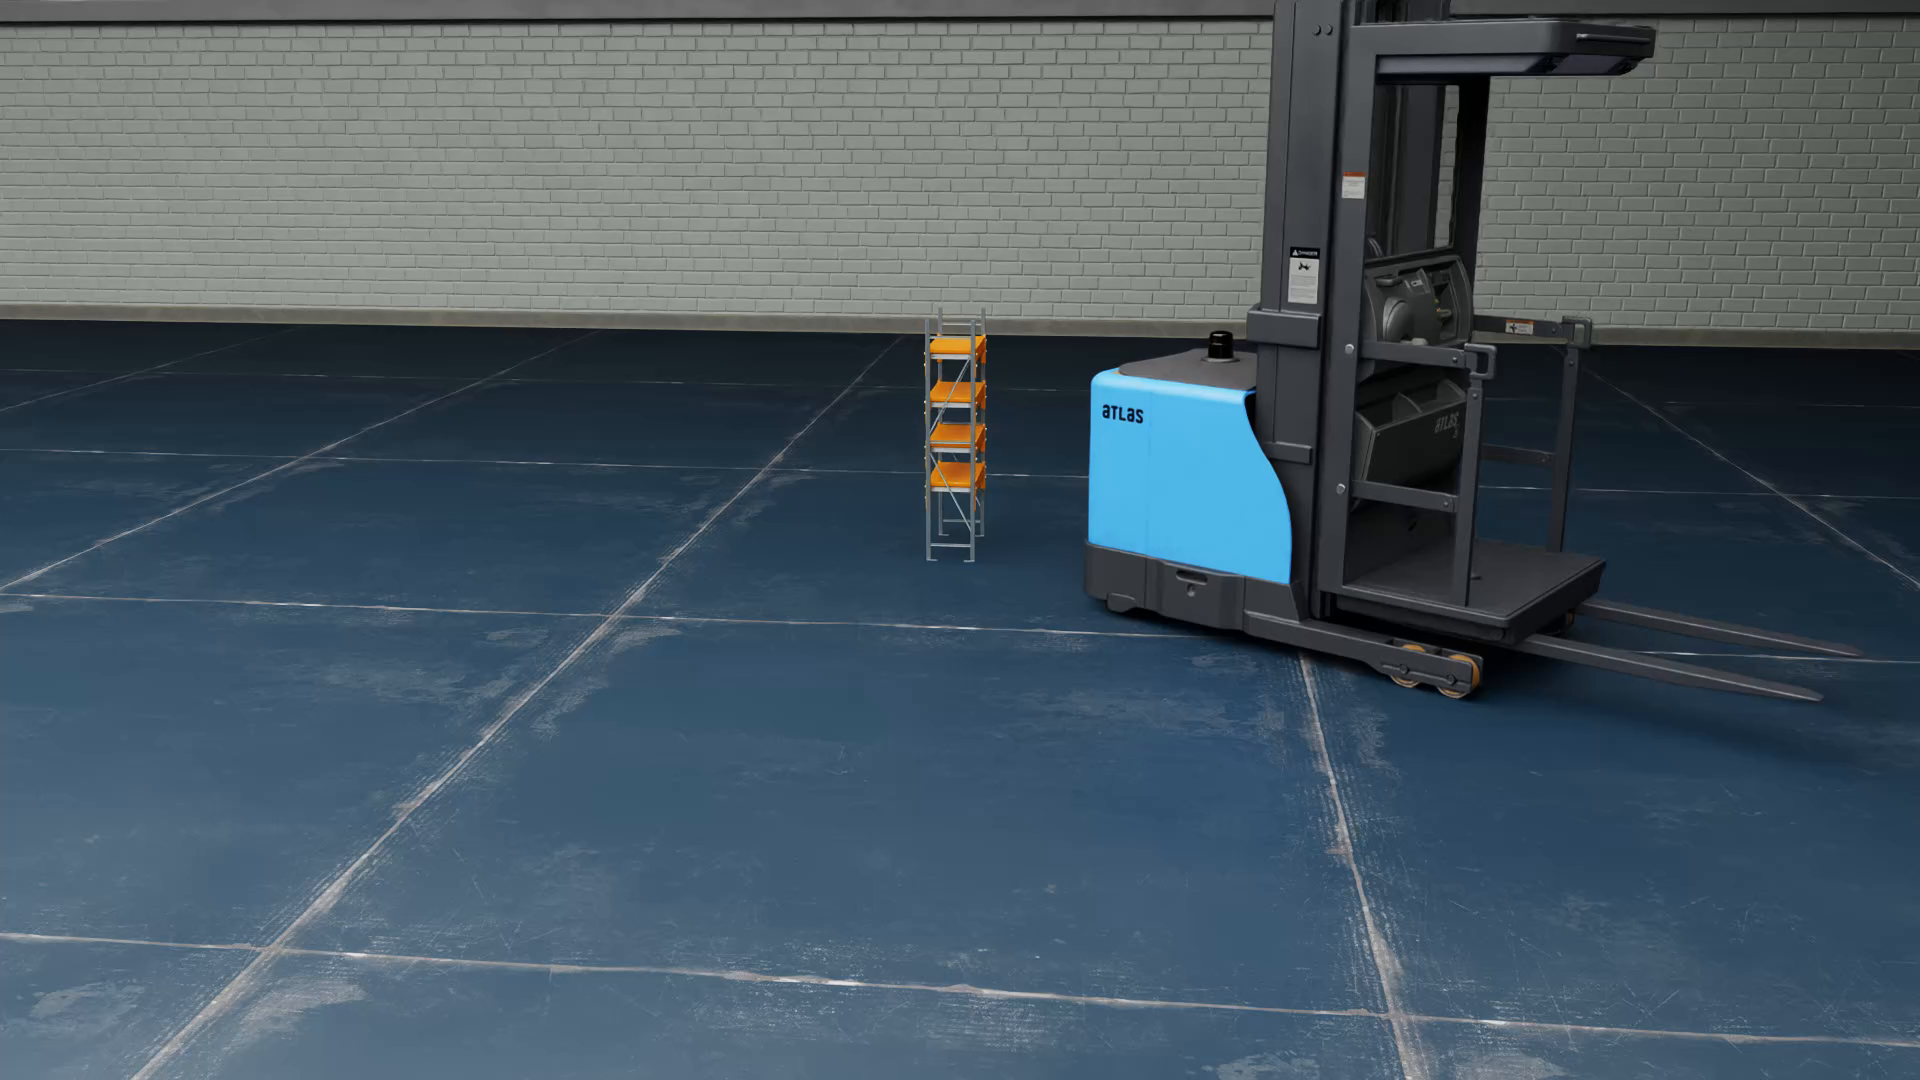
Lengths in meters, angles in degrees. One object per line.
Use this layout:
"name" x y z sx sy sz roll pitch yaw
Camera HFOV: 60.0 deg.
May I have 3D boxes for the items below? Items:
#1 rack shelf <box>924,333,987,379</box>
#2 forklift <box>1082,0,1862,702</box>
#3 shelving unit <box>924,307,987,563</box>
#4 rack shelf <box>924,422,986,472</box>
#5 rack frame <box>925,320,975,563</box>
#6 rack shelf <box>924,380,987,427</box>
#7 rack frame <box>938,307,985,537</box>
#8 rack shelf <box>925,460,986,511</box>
"rack shelf" -0.019 -0.916 8.244 0.258 0.148 0.480 2 15 6
"forklift" 2.011 -0.962 6.606 3.031 2.935 1.130 12 19 38
"shelving unit" -0.019 -0.536 8.347 0.258 1.200 0.503 2 15 6
"rack shelf" -0.019 -0.471 8.364 0.258 0.148 0.480 2 15 6
"rack frame" -0.046 -0.473 8.113 0.240 1.200 0.015 2 15 6
"rack shelf" -0.019 -0.687 8.306 0.258 0.148 0.480 2 15 6
"rack frame" 0.009 -0.600 8.581 0.240 1.200 0.015 2 15 6
"rack shelf" -0.019 -0.280 8.416 0.258 0.148 0.480 2 15 6
